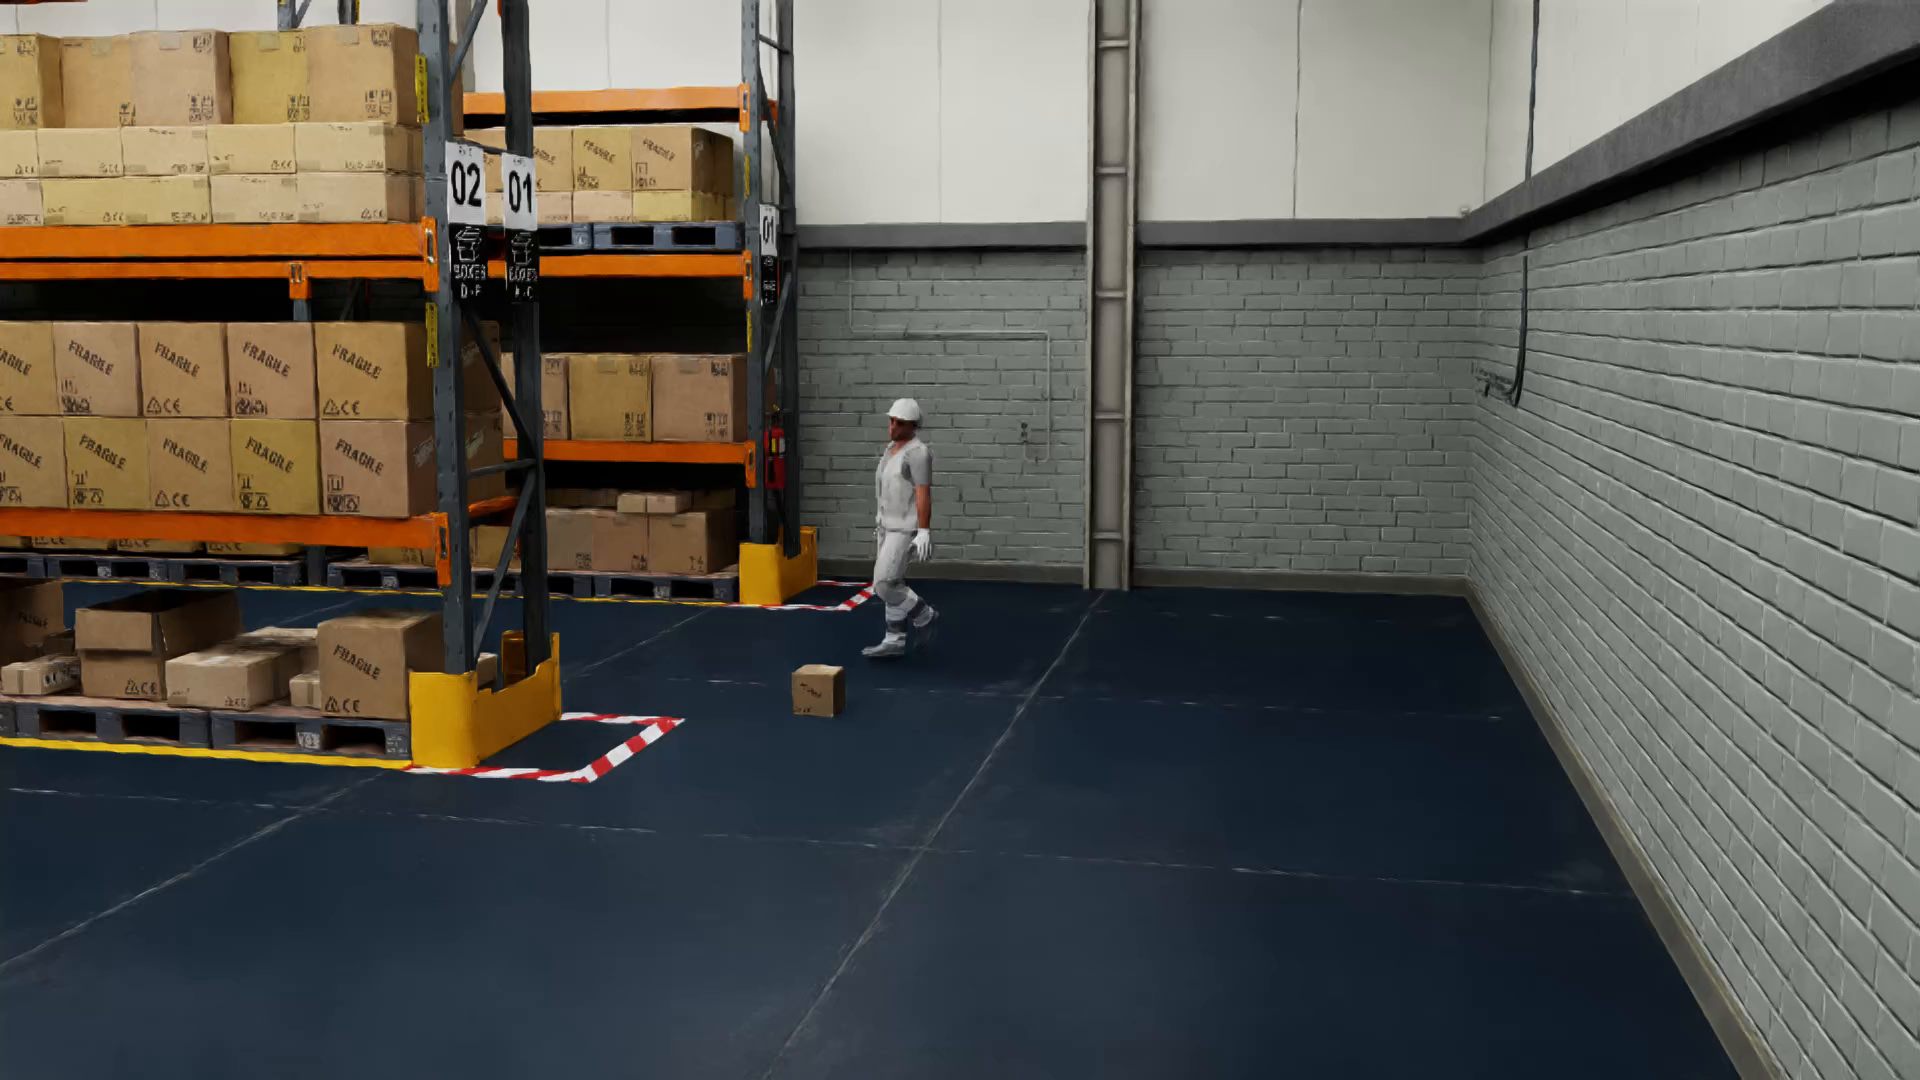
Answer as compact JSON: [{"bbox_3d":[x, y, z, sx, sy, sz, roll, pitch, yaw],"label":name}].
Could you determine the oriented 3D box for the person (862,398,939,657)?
[{"bbox_3d":[-0.385,-0.067,11.107,0.518,1.771,0.677,-4,9,-25],"label":"person"}]
